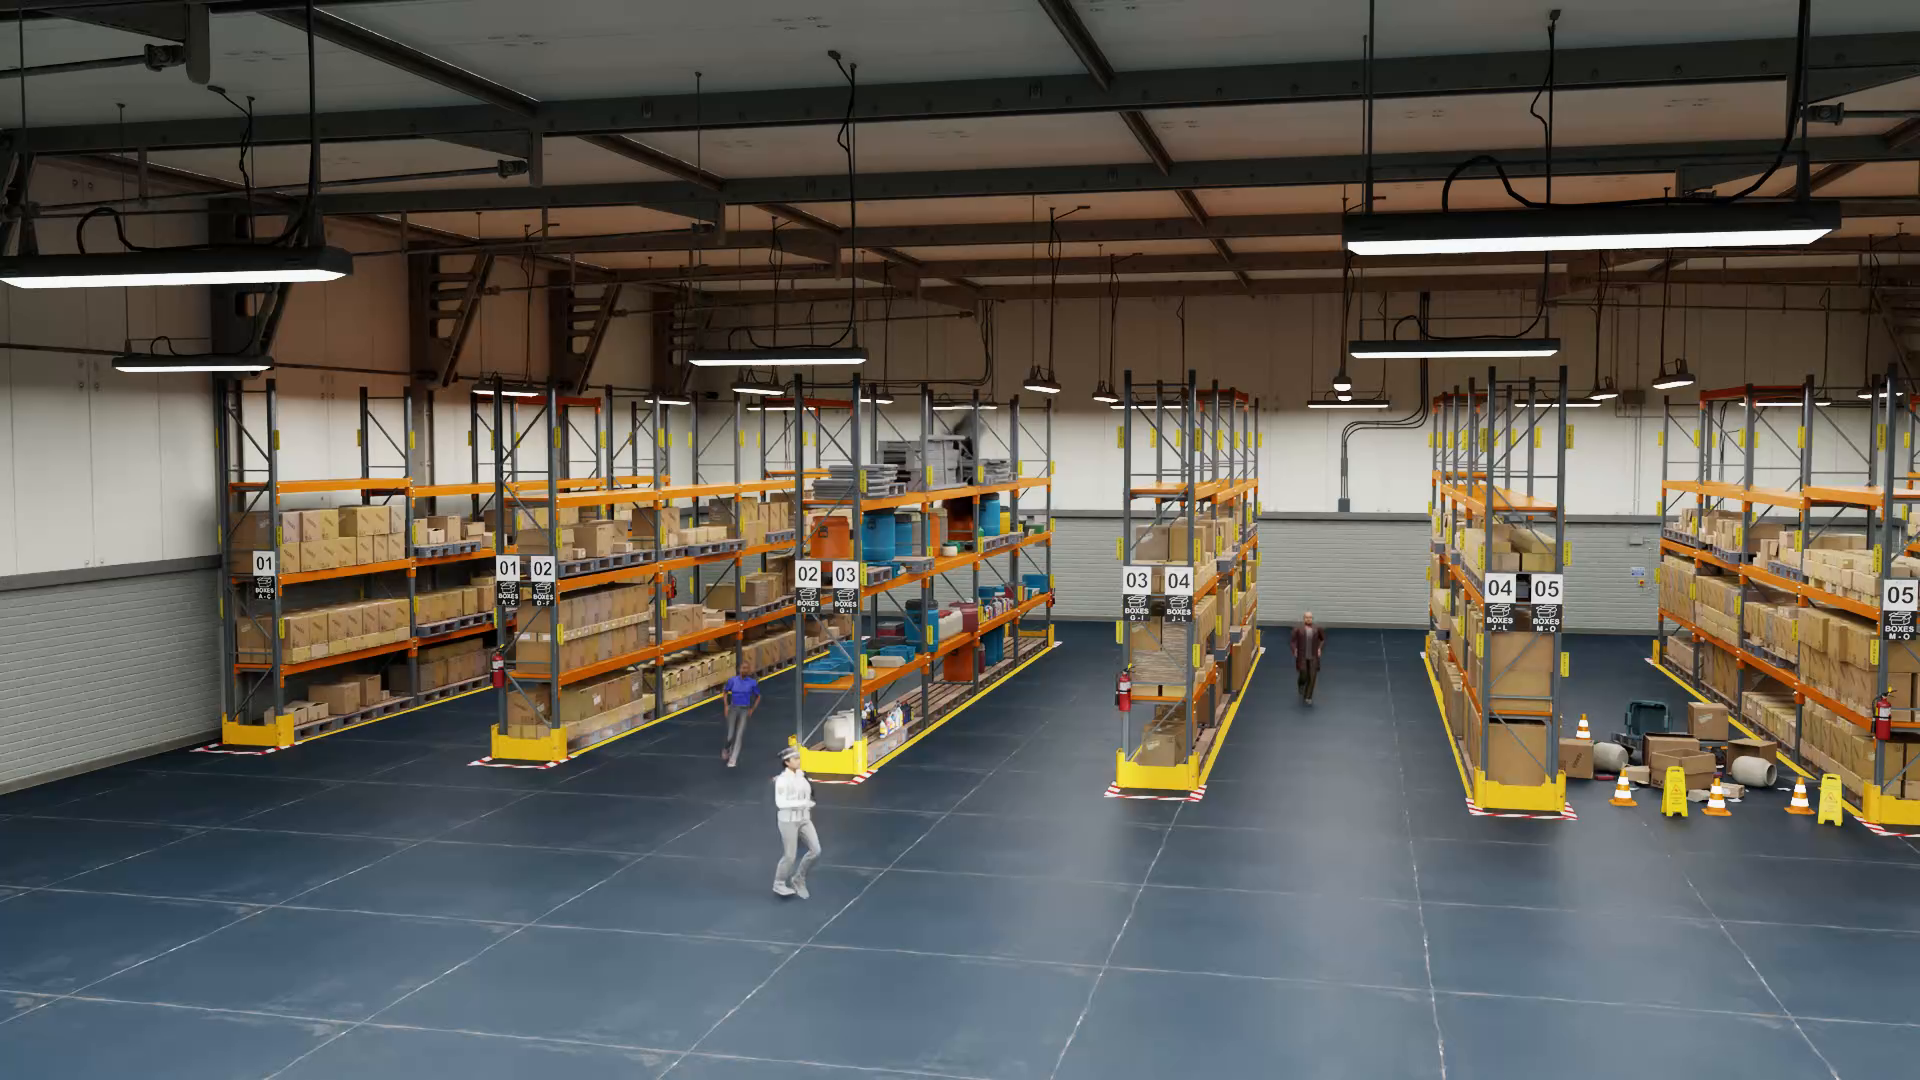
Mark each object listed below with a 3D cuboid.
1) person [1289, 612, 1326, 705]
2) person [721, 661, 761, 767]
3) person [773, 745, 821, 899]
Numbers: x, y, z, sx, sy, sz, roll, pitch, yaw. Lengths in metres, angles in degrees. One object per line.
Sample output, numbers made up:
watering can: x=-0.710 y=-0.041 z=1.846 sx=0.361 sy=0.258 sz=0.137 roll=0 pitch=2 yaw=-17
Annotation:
person: x=6.624 y=2.240 z=31.667 sx=0.711 sy=1.743 sz=0.756 roll=0 pitch=3 yaw=5
person: x=-3.383 y=2.665 z=25.676 sx=0.631 sy=1.606 sz=0.538 roll=0 pitch=3 yaw=-6
person: x=-1.764 y=3.078 z=18.091 sx=0.638 sy=1.712 sz=0.594 roll=2 pitch=4 yaw=36
